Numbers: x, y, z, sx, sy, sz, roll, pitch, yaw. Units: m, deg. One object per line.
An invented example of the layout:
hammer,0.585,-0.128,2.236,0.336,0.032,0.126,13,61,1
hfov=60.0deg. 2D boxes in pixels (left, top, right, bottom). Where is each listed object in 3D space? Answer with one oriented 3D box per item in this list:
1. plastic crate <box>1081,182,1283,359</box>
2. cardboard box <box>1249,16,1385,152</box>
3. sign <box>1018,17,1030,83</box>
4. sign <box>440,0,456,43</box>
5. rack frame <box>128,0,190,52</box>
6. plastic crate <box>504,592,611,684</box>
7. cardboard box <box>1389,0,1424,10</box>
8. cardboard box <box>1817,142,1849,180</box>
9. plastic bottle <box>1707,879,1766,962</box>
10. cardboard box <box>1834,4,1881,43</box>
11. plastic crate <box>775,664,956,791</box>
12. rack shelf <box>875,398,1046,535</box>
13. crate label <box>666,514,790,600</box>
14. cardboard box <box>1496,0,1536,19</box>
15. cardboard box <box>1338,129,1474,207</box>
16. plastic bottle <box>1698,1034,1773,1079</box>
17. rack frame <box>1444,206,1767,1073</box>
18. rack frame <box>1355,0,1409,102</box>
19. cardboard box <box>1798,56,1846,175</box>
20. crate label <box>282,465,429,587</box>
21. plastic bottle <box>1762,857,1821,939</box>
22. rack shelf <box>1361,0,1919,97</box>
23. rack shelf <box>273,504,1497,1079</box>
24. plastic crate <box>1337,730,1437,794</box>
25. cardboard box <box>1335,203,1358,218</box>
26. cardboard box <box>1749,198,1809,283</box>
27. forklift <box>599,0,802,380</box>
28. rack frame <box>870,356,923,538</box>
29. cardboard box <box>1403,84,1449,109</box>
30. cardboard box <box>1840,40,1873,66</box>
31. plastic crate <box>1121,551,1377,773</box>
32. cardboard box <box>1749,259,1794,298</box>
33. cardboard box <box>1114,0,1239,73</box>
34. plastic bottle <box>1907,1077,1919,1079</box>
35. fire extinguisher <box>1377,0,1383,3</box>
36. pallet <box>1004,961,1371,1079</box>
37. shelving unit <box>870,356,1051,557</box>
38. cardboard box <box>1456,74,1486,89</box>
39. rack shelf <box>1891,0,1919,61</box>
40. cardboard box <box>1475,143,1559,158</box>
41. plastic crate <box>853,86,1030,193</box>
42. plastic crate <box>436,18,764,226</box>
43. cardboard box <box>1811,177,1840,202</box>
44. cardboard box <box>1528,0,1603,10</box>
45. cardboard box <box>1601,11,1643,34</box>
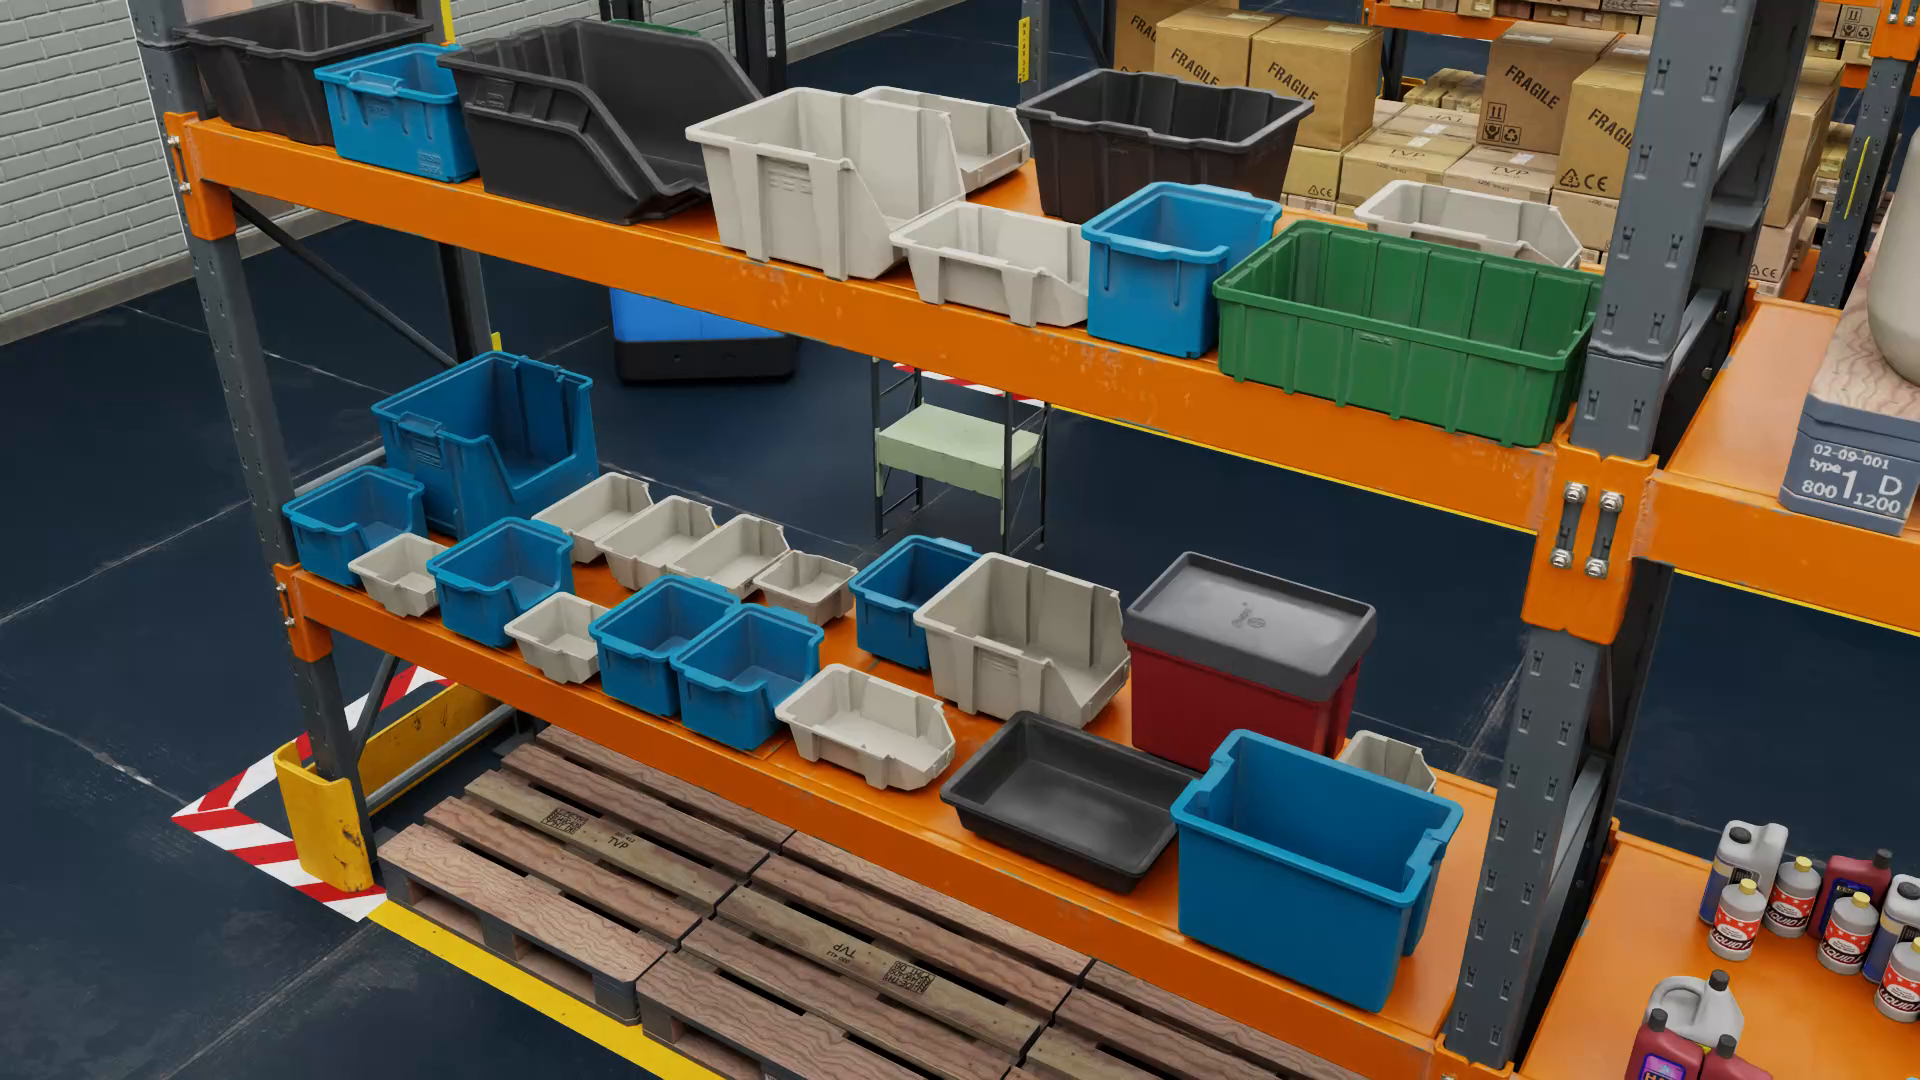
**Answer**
plastic crate,0.450,-0.552,3.408,0.300,0.233,0.416,18,35,27
cardboard box,1.765,-2.280,8.290,0.500,0.500,0.500,17,34,26
sign,0.336,-2.579,8.756,0.005,0.325,0.100,18,35,27
sign,-1.718,-1.782,5.455,0.005,0.325,0.100,18,35,27
rack frame,-1.997,-2.883,4.262,0.127,3.000,1.000,18,35,27
plastic crate,-1.161,0.305,4.952,0.298,0.136,0.250,18,35,27
cardboard box,3.459,-4.161,12.655,0.250,0.149,0.380,17,34,27
cardboard box,6.069,-2.667,11.667,0.250,0.149,0.380,18,35,28
plastic bottle,1.846,0.891,3.943,0.097,0.201,0.097,0,30,0
cardboard box,6.187,-3.605,11.058,0.500,0.500,0.500,18,35,27
plastic crate,-0.244,0.529,4.568,0.466,0.136,0.293,18,35,27
rack shelf,0.006,-0.364,8.033,0.720,0.370,0.431,18,35,27
crate label,-0.723,0.085,5.330,0.243,0.136,0.396,18,35,27
cardboard box,4.188,-4.004,12.386,0.250,0.149,0.380,19,35,30
cardboard box,2.211,-1.816,8.240,0.500,0.250,0.500,17,34,26
plastic bottle,1.588,1.146,3.425,0.133,0.283,0.061,18,35,27
rack frame,1.391,0.779,3.937,0.127,3.000,1.000,18,35,27
rack frame,3.359,-4.496,12.980,0.127,3.000,1.000,18,35,27
cardboard box,3.754,-1.960,7.742,0.500,0.500,0.500,18,35,27
crate label,-1.963,-0.039,5.447,0.303,0.233,0.416,18,35,27
plastic bottle,2.009,0.852,4.010,0.097,0.201,0.097,0,30,0
rack shelf,5.053,-3.649,12.243,4.000,0.370,1.077,18,35,27
rack shelf,-0.303,0.554,5.037,4.000,0.370,1.077,18,35,27
plastic crate,1.073,0.682,4.307,0.243,0.136,0.396,18,35,27
cardboard box,2.065,-1.650,8.351,0.250,0.149,0.380,17,34,26
cardboard box,3.511,-1.405,7.534,0.500,0.250,0.500,17,34,26
forklift,-1.611,-2.913,10.335,1.130,2.935,3.031,-2,30,-4
rack frame,-0.304,-0.744,8.037,0.023,1.500,0.400,18,35,27
cardboard box,3.622,-3.418,12.953,0.250,0.149,0.380,16,34,25
cardboard box,6.104,-3.315,11.205,0.250,0.149,0.380,17,34,26
plastic crate,0.768,0.380,4.500,0.583,0.464,0.402,18,35,27
cardboard box,3.592,-1.168,7.525,0.250,0.149,0.380,18,35,28
cardboard box,1.189,-2.775,9.140,0.500,0.500,0.500,18,35,28
plastic bottle,1.941,1.192,3.428,0.097,0.201,0.097,0,30,0
fire extinguisher,3.391,-4.566,13.547,0.183,0.674,0.296,18,35,27
pallet,0.748,1.803,4.949,1.213,0.211,1.003,18,35,27
shelving unit,0.006,-0.646,7.869,0.755,1.500,0.431,18,35,27
cardboard box,4.124,-3.577,13.227,0.250,0.149,0.380,18,35,28
rack shelf,5.718,-1.784,6.068,4.000,0.370,1.077,18,35,27
cardboard box,2.905,-1.908,8.397,0.500,0.250,0.500,18,35,29
plastic crate,-0.115,-1.026,4.317,0.530,0.136,0.437,18,35,27
plastic crate,-0.849,-1.034,4.131,0.767,0.338,0.504,18,35,27
cardboard box,6.075,-2.519,11.708,0.250,0.149,0.380,16,34,25
cardboard box,4.467,-4.160,12.010,0.500,0.500,0.500,18,35,28
cardboard box,4.807,-3.765,11.976,0.250,0.149,0.380,19,35,29
